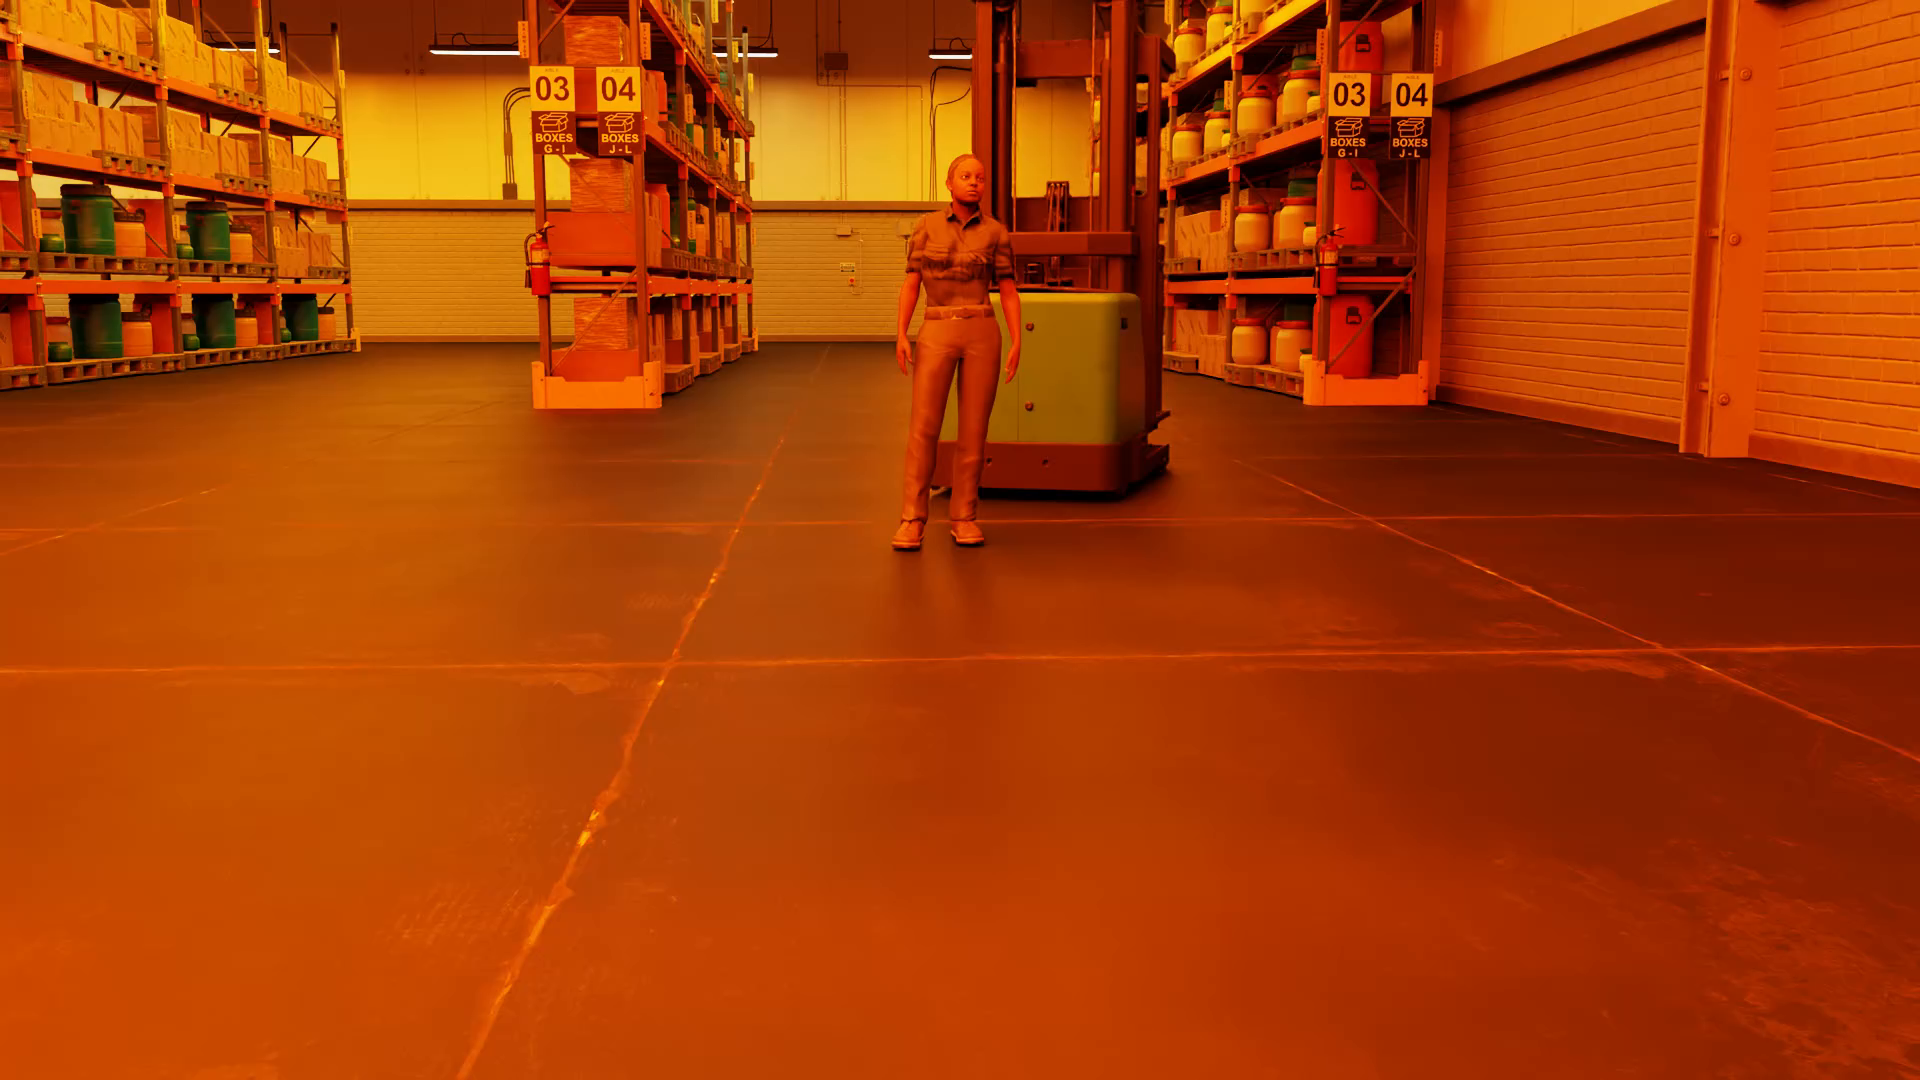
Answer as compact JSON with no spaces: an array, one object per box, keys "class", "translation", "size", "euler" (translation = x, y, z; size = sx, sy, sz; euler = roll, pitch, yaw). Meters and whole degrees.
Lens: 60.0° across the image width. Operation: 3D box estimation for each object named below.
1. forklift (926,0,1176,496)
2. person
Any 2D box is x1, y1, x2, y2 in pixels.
[{"class":"forklift","translation":[0.667,-1.859,9.848],"size":[1.130,2.935,3.031],"euler":[2,9,14]},{"class":"person","translation":[-0.015,-0.813,7.099],"size":[0.569,1.656,0.503],"euler":[-1,8,-4]}]
